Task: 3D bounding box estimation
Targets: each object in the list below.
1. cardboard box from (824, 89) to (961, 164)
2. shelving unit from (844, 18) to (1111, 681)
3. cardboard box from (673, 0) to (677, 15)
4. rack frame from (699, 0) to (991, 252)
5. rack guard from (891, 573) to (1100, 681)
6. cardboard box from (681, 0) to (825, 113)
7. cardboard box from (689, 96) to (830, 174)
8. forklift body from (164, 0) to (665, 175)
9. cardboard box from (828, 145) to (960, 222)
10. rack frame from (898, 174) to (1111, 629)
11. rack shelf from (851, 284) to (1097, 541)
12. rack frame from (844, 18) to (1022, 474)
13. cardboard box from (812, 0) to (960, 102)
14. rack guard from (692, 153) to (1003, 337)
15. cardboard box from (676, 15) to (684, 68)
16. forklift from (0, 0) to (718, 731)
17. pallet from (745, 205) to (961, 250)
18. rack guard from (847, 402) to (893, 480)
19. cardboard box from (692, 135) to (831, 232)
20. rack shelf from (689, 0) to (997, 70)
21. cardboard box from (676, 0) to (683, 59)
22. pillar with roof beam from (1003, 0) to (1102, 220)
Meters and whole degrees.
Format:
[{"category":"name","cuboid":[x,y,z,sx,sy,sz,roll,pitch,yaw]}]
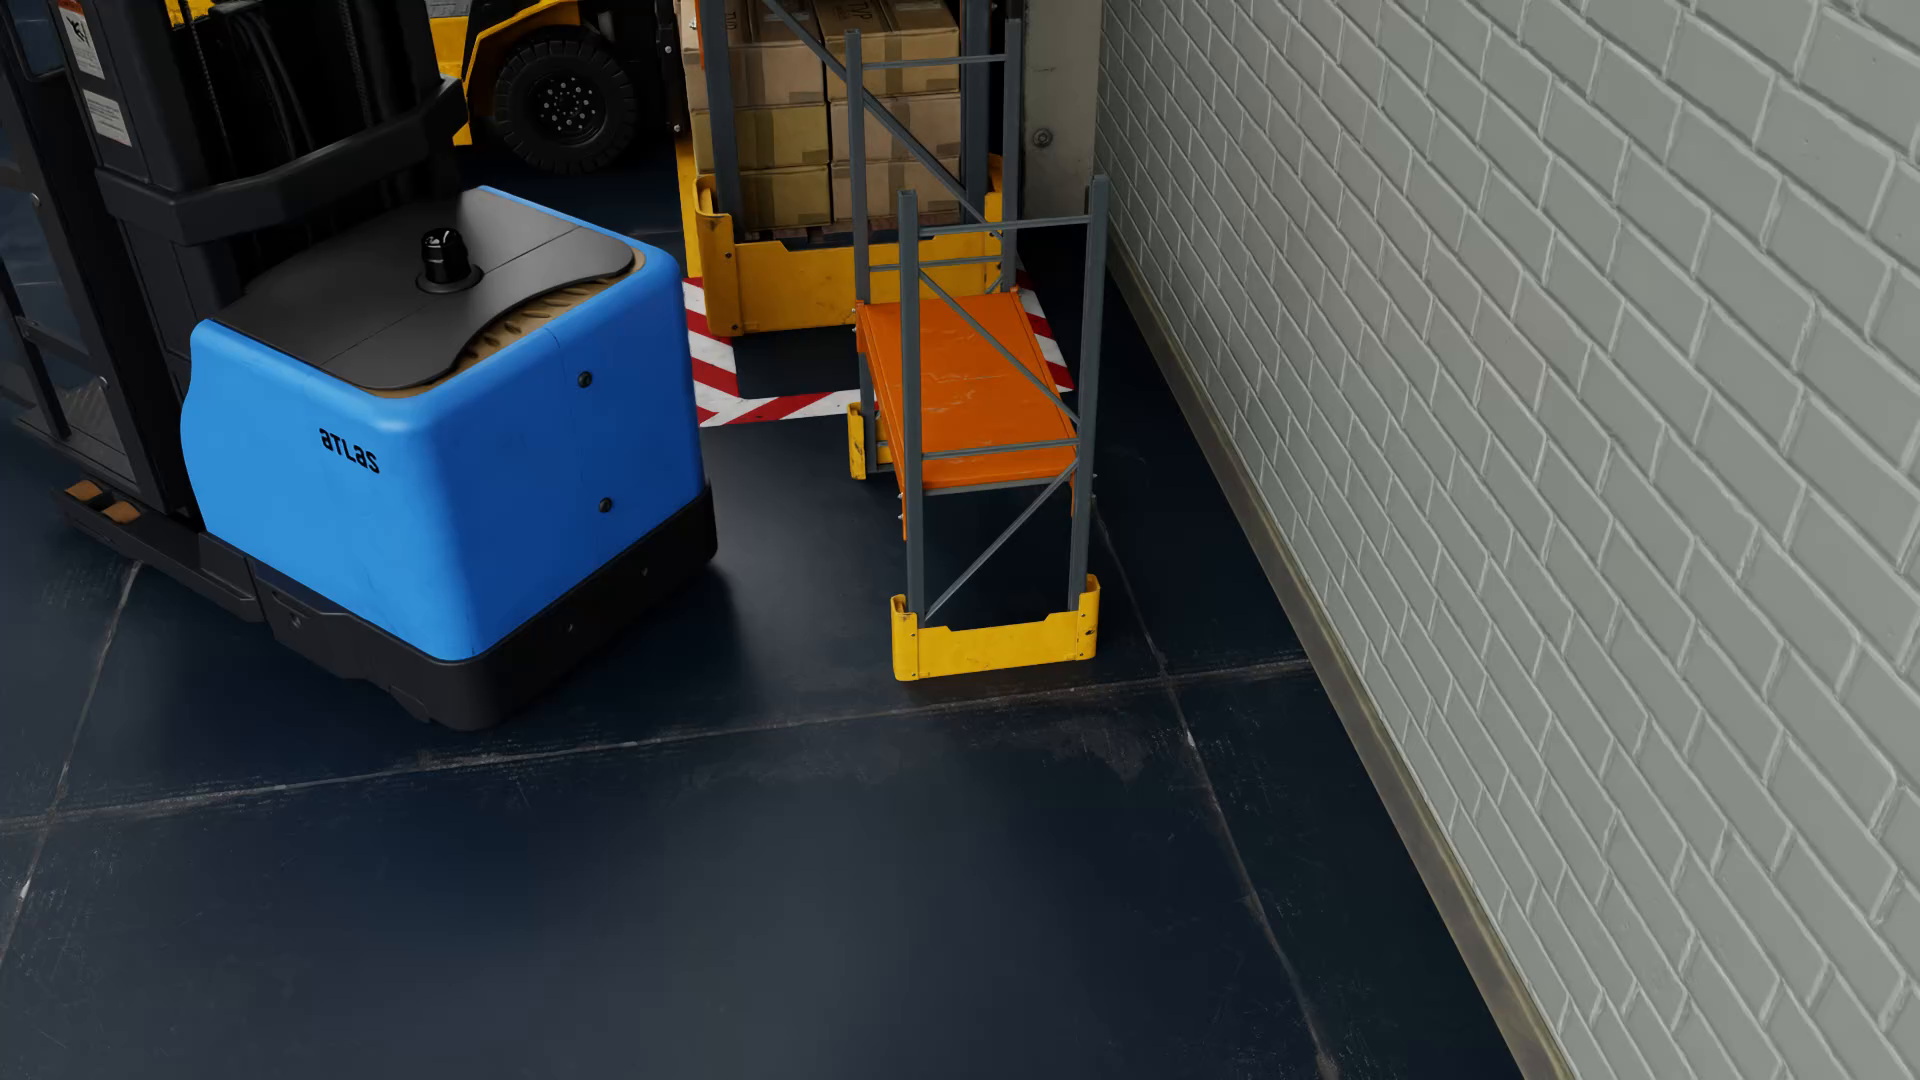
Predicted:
[{"category":"cardboard box","cuboid":[-0.273,-1.702,6.488,0.500,0.250,0.500,-6,38,-7]},{"category":"shelving unit","cuboid":[0.013,-0.546,4.731,0.587,1.500,1.083,-6,38,-8]},{"category":"cardboard box","cuboid":[-0.977,-2.450,7.042,0.500,0.250,0.500,-6,38,-7]},{"category":"rack frame","cuboid":[-0.395,-2.119,5.532,1.000,3.000,0.127,-6,38,-8]},{"category":"rack guard","cuboid":[0.101,0.248,4.727,0.587,0.250,0.087,-6,38,-8]},{"category":"cardboard box","cuboid":[-0.783,-1.838,6.255,0.500,0.250,0.500,-5,38,-6]},{"category":"cardboard box","cuboid":[-0.788,-1.657,6.429,0.500,0.250,0.500,-7,38,-9]},{"category":"forklift body","cuboid":[-2.524,-2.733,7.014,2.313,2.155,1.214,-6,38,-8]},{"category":"cardboard box","cuboid":[-0.289,-1.516,6.656,0.500,0.250,0.500,-6,38,-8]},{"category":"rack frame","cuboid":[0.104,-0.234,4.328,0.500,1.500,0.032,-6,38,-8]},{"category":"rack shelf","cuboid":[0.015,-0.399,4.834,0.538,0.185,1.000,-6,38,-8]},{"category":"rack frame","cuboid":[-0.074,-0.848,5.119,0.500,1.500,0.032,-6,38,-8]},{"category":"cardboard box","cuboid":[-0.293,-1.904,6.340,0.500,0.250,0.500,-7,38,-9]},{"category":"rack guard","cuboid":[-0.391,-1.117,6.280,1.175,0.500,0.348,-6,38,-8]},{"category":"cardboard box","cuboid":[-0.977,-2.270,7.219,0.500,0.250,0.500,-7,38,-9]},{"category":"forklift","cuboid":[-2.245,-1.353,4.603,3.031,2.935,1.130,23,43,27]},{"category":"pallet","cuboid":[-0.571,-1.475,6.976,1.003,0.211,1.213,-6,38,-8]},{"category":"rack guard","cuboid":[-0.074,-0.353,5.501,0.587,0.250,0.087,-6,38,-8]},{"category":"cardboard box","cuboid":[-0.789,-1.449,6.568,0.500,0.250,0.500,-6,38,-8]},{"category":"rack shelf","cuboid":[-0.746,-3.043,7.308,1.077,0.370,4.000,-6,38,-8]},{"category":"cardboard box","cuboid":[-0.878,-2.146,6.651,0.500,0.250,0.500,-6,38,-7]},{"category":"pillar with roof beam","cuboid":[-3.868,-4.542,3.762,9.100,9.000,0.400,-6,38,-8]}]
